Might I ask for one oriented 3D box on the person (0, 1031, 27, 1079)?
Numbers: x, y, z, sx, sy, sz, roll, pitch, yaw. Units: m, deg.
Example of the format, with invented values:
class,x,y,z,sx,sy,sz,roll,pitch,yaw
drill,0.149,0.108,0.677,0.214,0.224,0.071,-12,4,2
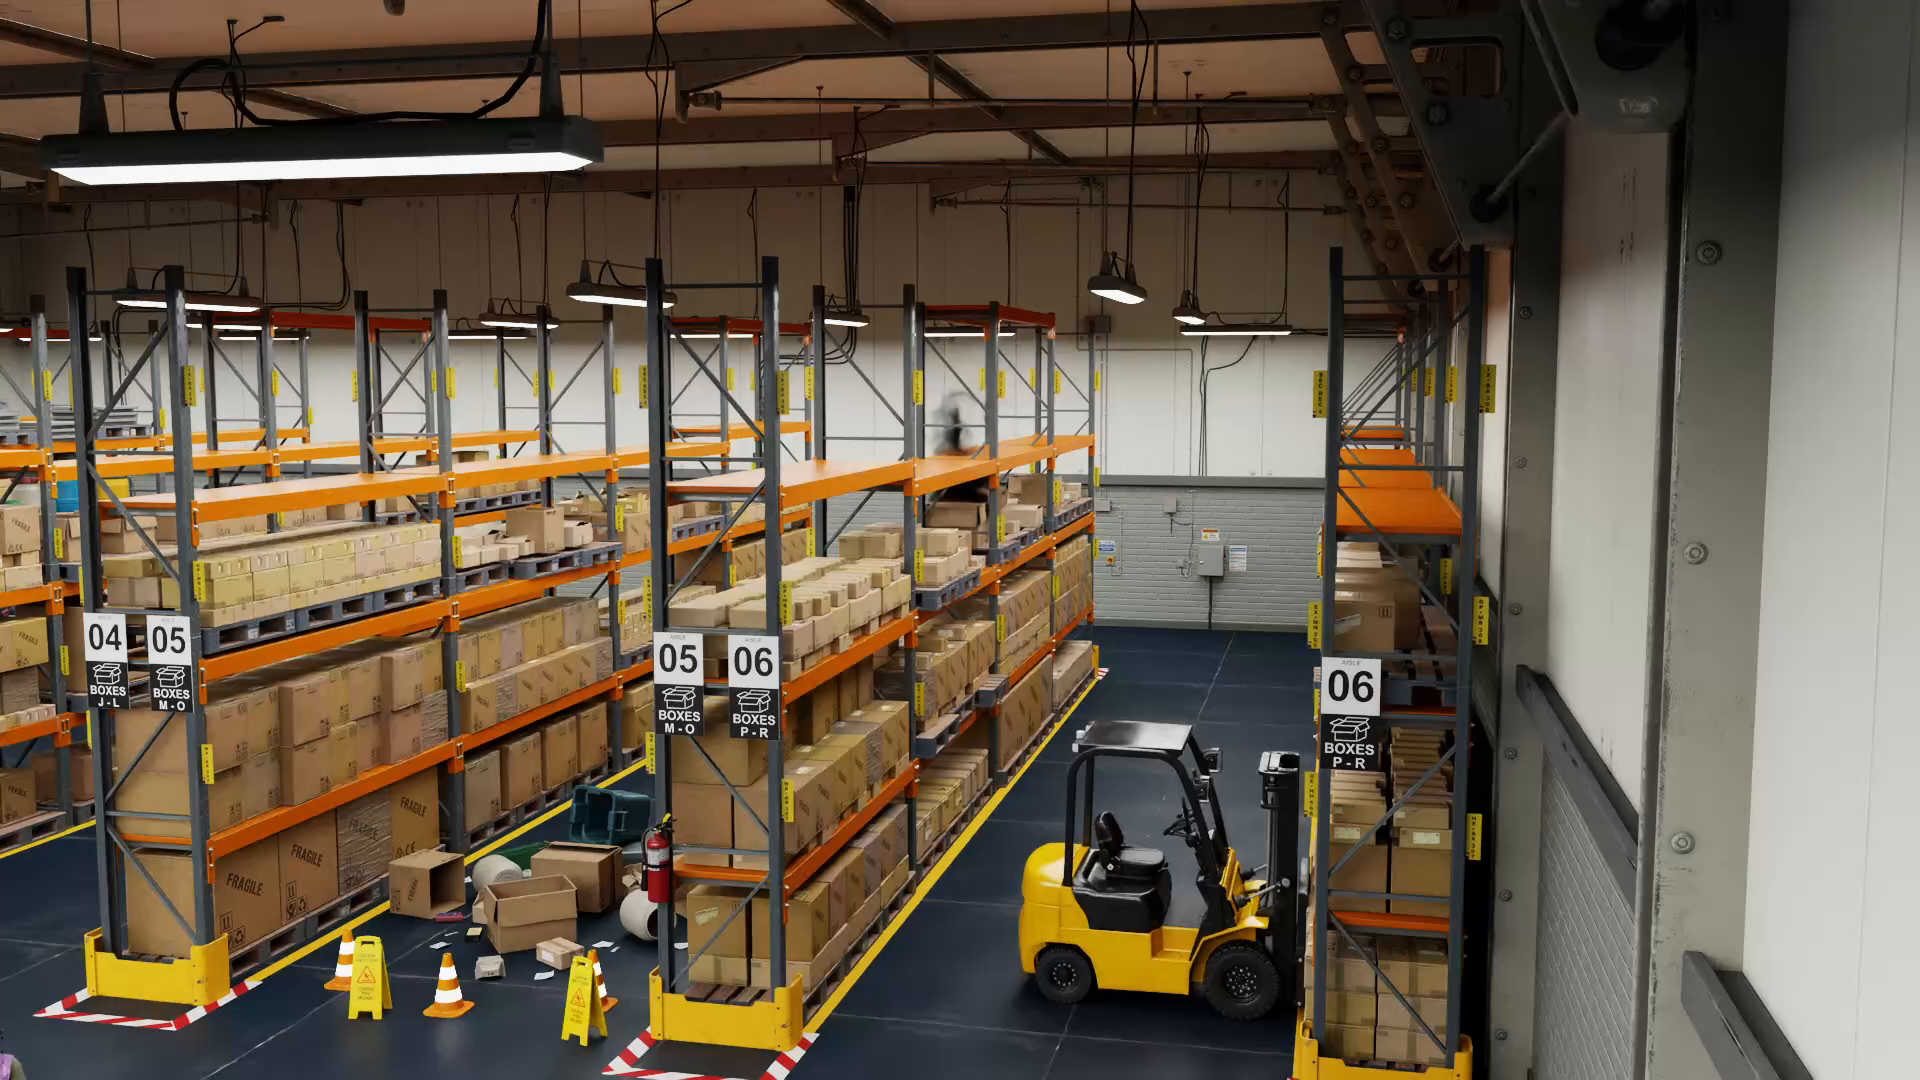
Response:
class,x,y,z,sx,sy,sz,roll,pitch,yaw
person,-5.431,3.434,9.243,0.516,1.567,0.639,-4,7,-35
